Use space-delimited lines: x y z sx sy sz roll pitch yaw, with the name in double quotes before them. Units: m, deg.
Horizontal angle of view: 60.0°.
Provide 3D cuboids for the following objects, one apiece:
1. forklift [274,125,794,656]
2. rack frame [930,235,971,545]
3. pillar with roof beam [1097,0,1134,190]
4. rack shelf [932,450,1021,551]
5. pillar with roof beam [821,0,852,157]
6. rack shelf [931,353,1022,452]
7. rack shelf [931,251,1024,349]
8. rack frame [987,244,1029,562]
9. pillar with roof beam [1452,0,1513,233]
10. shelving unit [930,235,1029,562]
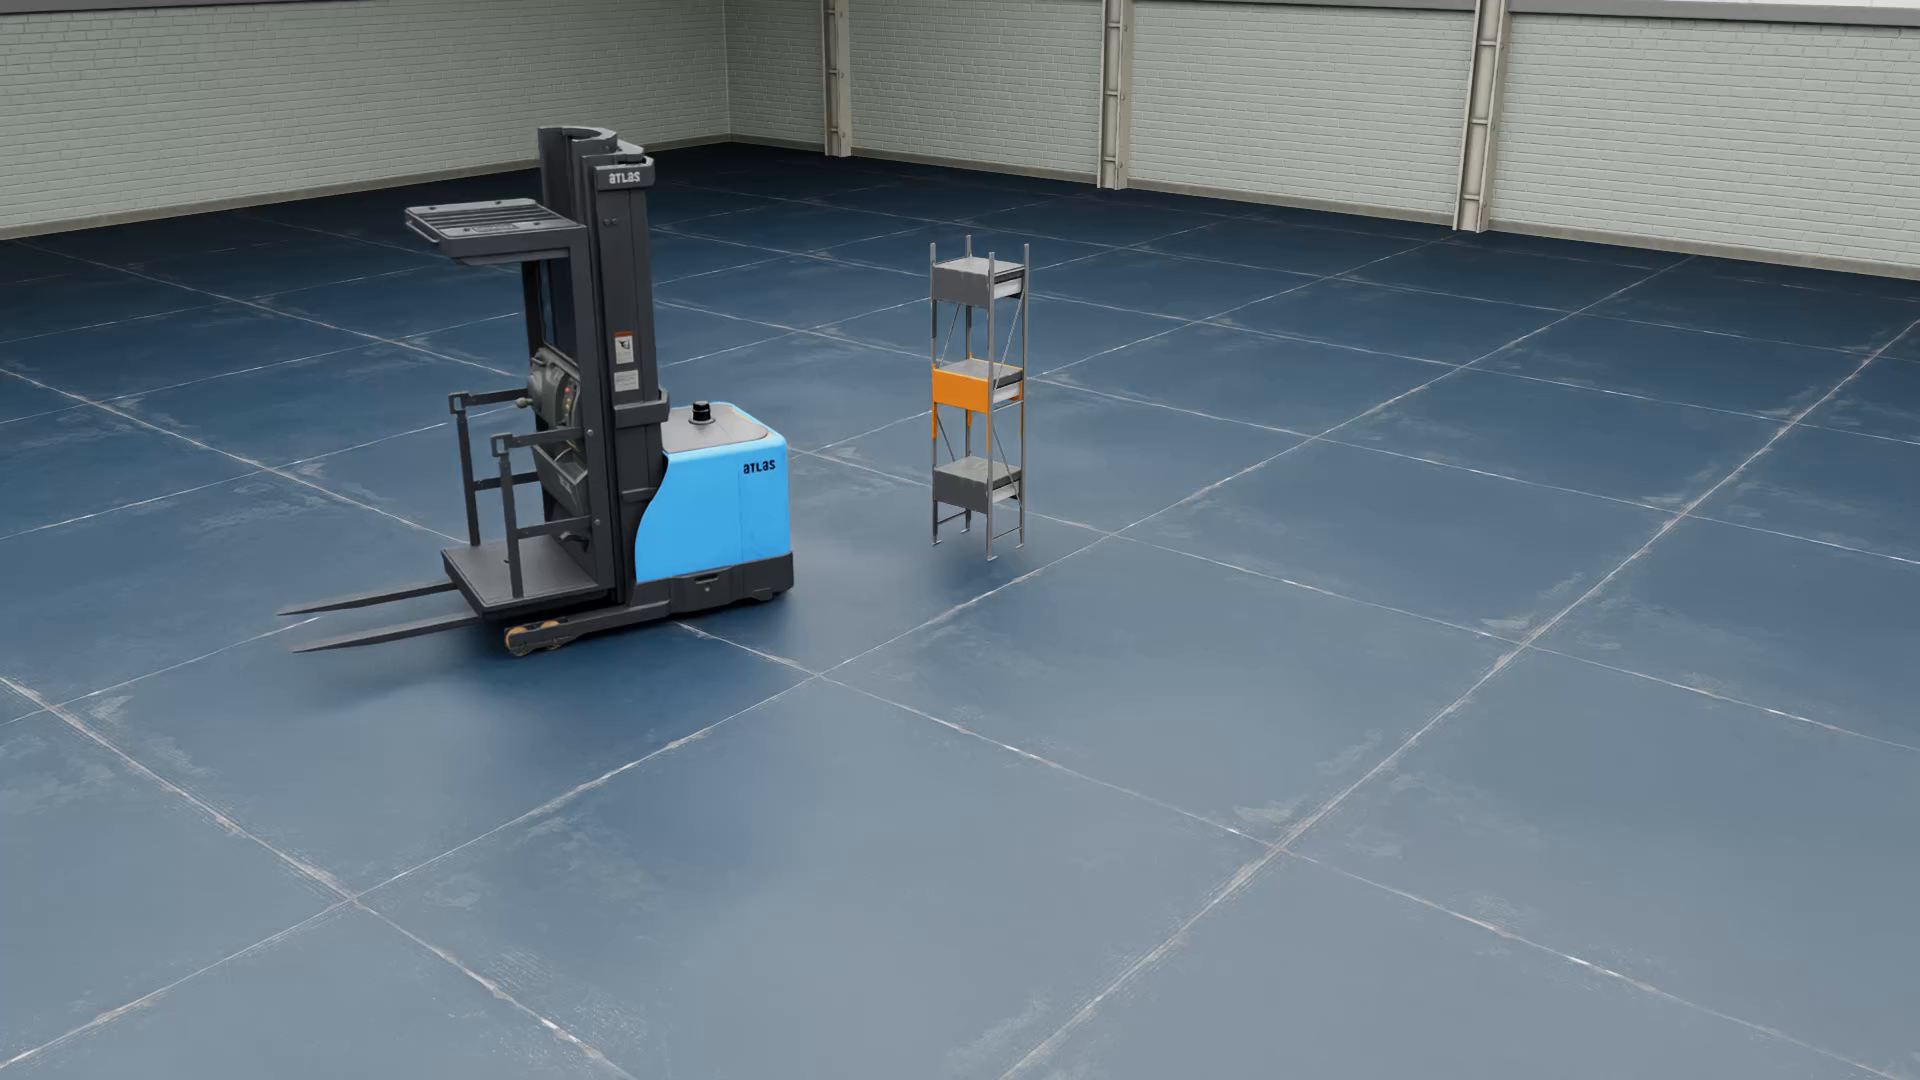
"forklift" -2.606 -0.899 9.897 3.031 2.935 1.130 -11 23 -27
"rack frame" -0.061 -1.000 11.344 0.015 2.100 0.400 16 26 36
"pillar with roof beam" -0.280 -8.684 21.944 0.400 9.000 9.100 16 26 36
"rack shelf" 0.128 -0.278 11.452 0.480 0.518 0.431 16 26 36
"pillar with roof beam" -4.928 -10.023 25.494 0.400 9.000 9.100 16 26 36
"rack shelf" 0.128 -0.933 11.205 0.480 0.518 0.431 16 26 36
"rack shelf" 0.128 -1.588 10.958 0.480 0.518 0.431 16 26 36
"rack frame" 0.317 -0.891 11.055 0.015 2.100 0.400 16 26 36
"pillar with roof beam" 4.369 -7.346 18.394 0.400 9.000 9.100 16 26 36
"shelving unit" 0.128 -0.946 11.200 0.503 2.100 0.431 16 26 36
